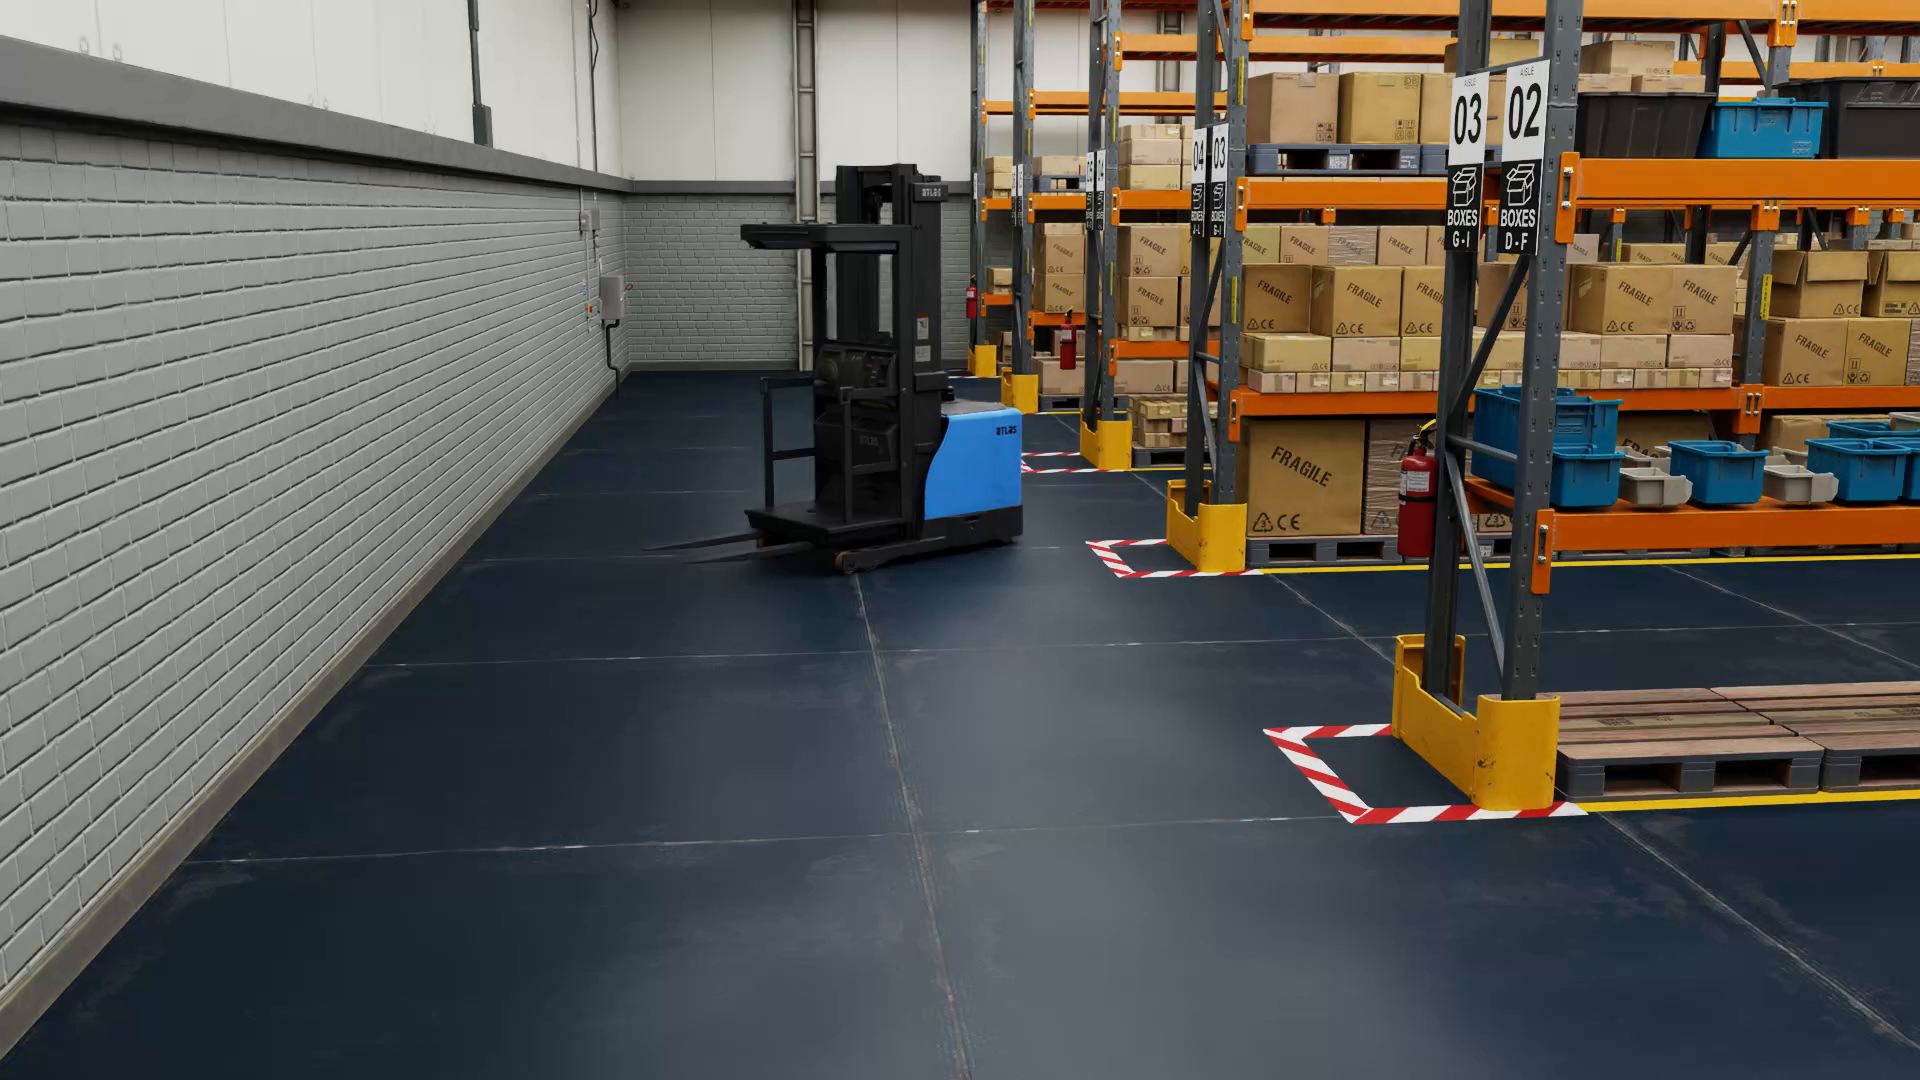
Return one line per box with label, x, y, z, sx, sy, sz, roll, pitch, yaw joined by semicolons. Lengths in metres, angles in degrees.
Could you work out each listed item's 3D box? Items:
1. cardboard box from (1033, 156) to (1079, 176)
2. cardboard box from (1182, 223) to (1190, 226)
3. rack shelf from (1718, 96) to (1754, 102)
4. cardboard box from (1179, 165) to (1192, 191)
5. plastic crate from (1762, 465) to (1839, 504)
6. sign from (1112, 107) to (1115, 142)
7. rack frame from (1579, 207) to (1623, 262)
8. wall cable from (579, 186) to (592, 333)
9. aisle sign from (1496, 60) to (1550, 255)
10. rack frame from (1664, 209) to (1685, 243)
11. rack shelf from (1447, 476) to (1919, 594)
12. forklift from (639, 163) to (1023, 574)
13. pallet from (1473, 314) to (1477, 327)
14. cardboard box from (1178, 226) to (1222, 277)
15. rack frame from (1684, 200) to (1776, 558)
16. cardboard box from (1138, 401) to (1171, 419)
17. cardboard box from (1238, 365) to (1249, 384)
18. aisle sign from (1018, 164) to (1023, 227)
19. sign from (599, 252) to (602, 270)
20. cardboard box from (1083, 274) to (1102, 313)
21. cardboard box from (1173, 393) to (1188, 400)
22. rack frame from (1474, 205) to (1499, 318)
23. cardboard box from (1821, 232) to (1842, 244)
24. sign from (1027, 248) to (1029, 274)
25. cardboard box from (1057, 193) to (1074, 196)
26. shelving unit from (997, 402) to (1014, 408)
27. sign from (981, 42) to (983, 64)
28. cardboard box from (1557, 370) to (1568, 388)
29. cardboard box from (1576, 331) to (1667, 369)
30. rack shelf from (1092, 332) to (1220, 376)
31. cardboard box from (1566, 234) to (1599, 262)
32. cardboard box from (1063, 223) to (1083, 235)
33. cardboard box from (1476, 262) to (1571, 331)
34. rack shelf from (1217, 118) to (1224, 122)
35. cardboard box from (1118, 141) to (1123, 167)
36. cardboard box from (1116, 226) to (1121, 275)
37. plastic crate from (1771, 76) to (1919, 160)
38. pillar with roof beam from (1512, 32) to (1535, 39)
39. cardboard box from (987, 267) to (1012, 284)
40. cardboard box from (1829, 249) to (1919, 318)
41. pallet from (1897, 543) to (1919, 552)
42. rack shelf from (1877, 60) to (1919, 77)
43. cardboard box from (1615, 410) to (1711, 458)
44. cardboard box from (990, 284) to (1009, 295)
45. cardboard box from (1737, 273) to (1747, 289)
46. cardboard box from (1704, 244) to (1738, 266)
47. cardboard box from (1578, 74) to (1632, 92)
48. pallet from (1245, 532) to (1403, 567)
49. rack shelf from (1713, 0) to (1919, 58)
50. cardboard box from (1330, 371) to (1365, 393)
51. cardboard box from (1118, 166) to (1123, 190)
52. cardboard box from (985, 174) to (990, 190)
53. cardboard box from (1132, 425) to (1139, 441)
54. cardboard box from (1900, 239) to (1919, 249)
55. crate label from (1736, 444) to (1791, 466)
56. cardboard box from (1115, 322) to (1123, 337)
cardboard box;1.259;-4.927;21.921;0.500;0.250;0.500;-2;11;-11
cardboard box;3.005;-4.099;21.908;0.250;0.149;0.380;-1;11;-6
rack shelf;10.763;-5.850;22.699;4.000;0.370;1.077;-1;11;-6
cardboard box;2.454;-3.669;16.867;0.500;0.250;0.500;-1;11;-4
plastic crate;3.709;-0.244;7.362;0.298;0.136;0.250;-1;11;-6
sign;1.515;-4.097;16.389;0.005;0.325;0.100;-1;11;-6
rack frame;8.774;-3.414;22.958;0.127;3.000;1.000;-1;11;-6
wall cable;-4.782;-3.639;21.389;0.123;1.953;0.585;-1;11;-6
aisle sign;2.387;-1.614;7.064;0.004;0.787;0.394;-1;11;-6
rack frame;12.211;-4.449;28.223;0.127;3.000;1.000;-1;11;-6
rack shelf;4.414;-0.086;7.893;4.000;0.370;1.077;-1;11;-6
forklift;-0.941;-1.303;12.396;3.031;2.935;1.130;-10;15;-40
pallet;6.208;-2.277;17.674;1.213;0.211;1.003;-1;11;-6
cardboard box;2.432;-2.956;17.006;0.500;0.500;0.500;-1;11;-4
rack frame;5.868;-1.430;12.867;0.127;3.000;1.000;-1;11;-6
cardboard box;2.014;-1.345;17.194;0.250;0.149;0.380;-2;11;-9
cardboard box;2.210;-1.294;12.826;0.250;0.149;0.380;-1;11;-5
aisle sign;0.781;-4.466;21.569;0.004;0.787;0.394;-1;11;-6
sign;-5.064;-3.922;23.399;0.001;0.242;0.339;-1;11;-6
cardboard box;1.829;-3.267;21.952;0.500;0.500;0.500;-1;11;-7
cardboard box;2.455;-1.483;17.895;0.250;0.149;0.380;-1;11;-7
rack frame;5.433;-2.384;17.716;0.127;3.000;1.000;-1;11;-6
cardboard box;12.245;-4.275;23.536;0.250;0.149;0.380;-1;11;-6
sign;0.875;-3.604;21.477;0.005;0.325;0.100;-1;11;-6
cardboard box;1.656;-5.515;26.518;0.250;0.149;0.380;-1;11;-6
shelving unit;0.280;-0.593;13.664;0.252;1.050;0.215;-10;15;-40
sign;0.340;-7.536;25.746;0.005;0.325;0.100;-1;11;-6
cardboard box;4.323;-1.211;12.403;0.250;0.149;0.380;-1;11;-7
cardboard box;4.943;-1.432;12.493;0.500;0.250;0.500;-1;11;-4
rack shelf;3.444;-1.989;17.574;4.000;0.370;1.077;-1;11;-6
cardboard box;8.288;-3.893;22.542;0.500;0.500;0.500;-2;11;-8
cardboard box;1.457;-4.079;21.806;0.250;0.149;0.380;-1;11;-5
cardboard box;4.357;-1.889;12.875;0.500;0.500;0.500;-2;11;-8
rack shelf;6.246;-6.719;27.117;4.000;0.370;1.077;-1;11;-6
cardboard box;1.886;-4.002;17.266;0.500;0.250;0.500;-2;11;-8
cardboard box;1.884;-3.043;17.449;0.500;0.500;0.500;-1;11;-7
plastic crate;3.975;-1.818;7.222;0.767;0.338;0.504;-1;11;-6
pillar with roof beam;9.898;-6.684;24.039;0.548;9.000;9.100;-1;11;-6
cardboard box;0.710;-4.332;27.245;0.500;0.250;0.500;-1;11;-4
cardboard box;7.185;-1.998;12.898;0.637;0.503;0.797;-1;11;-5
pallet;7.842;-0.119;13.424;1.213;0.211;1.003;-1;11;-6
rack shelf;11.398;-4.903;17.881;4.000;0.370;1.077;-1;11;-6
cardboard box;5.203;-0.595;13.040;0.875;0.875;0.875;-1;11;-6
cardboard box;0.638;-4.030;26.743;0.250;0.149;0.380;-1;11;-7
cardboard box;8.196;-2.727;17.483;0.250;0.149;0.380;-1;11;-4
cardboard box;10.291;-3.805;22.826;0.500;0.500;0.500;-1;11;-5
cardboard box;4.561;-3.168;12.324;0.500;0.500;0.700;-1;11;-3
pallet;2.678;-0.010;12.873;1.213;0.211;1.003;-1;11;-6
rack shelf;7.856;-3.866;12.608;4.000;0.370;1.077;-1;11;-6
cardboard box;2.789;-1.179;12.239;0.250;0.149;0.380;-1;11;-7
cardboard box;1.880;-3.759;17.324;0.500;0.250;0.500;-1;11;-7
cardboard box;0.694;-5.805;26.961;0.500;0.250;0.500;-1;11;-7
cardboard box;1.957;-1.158;17.786;0.250;0.149;0.380;-1;11;-5
cardboard box;10.359;-3.025;18.127;0.500;0.500;0.700;-1;11;-7
crate label;3.781;-0.363;7.964;0.243;0.136;0.396;-1;11;-6
cardboard box;1.750;-2.238;17.627;0.250;0.149;0.380;-1;11;-6
